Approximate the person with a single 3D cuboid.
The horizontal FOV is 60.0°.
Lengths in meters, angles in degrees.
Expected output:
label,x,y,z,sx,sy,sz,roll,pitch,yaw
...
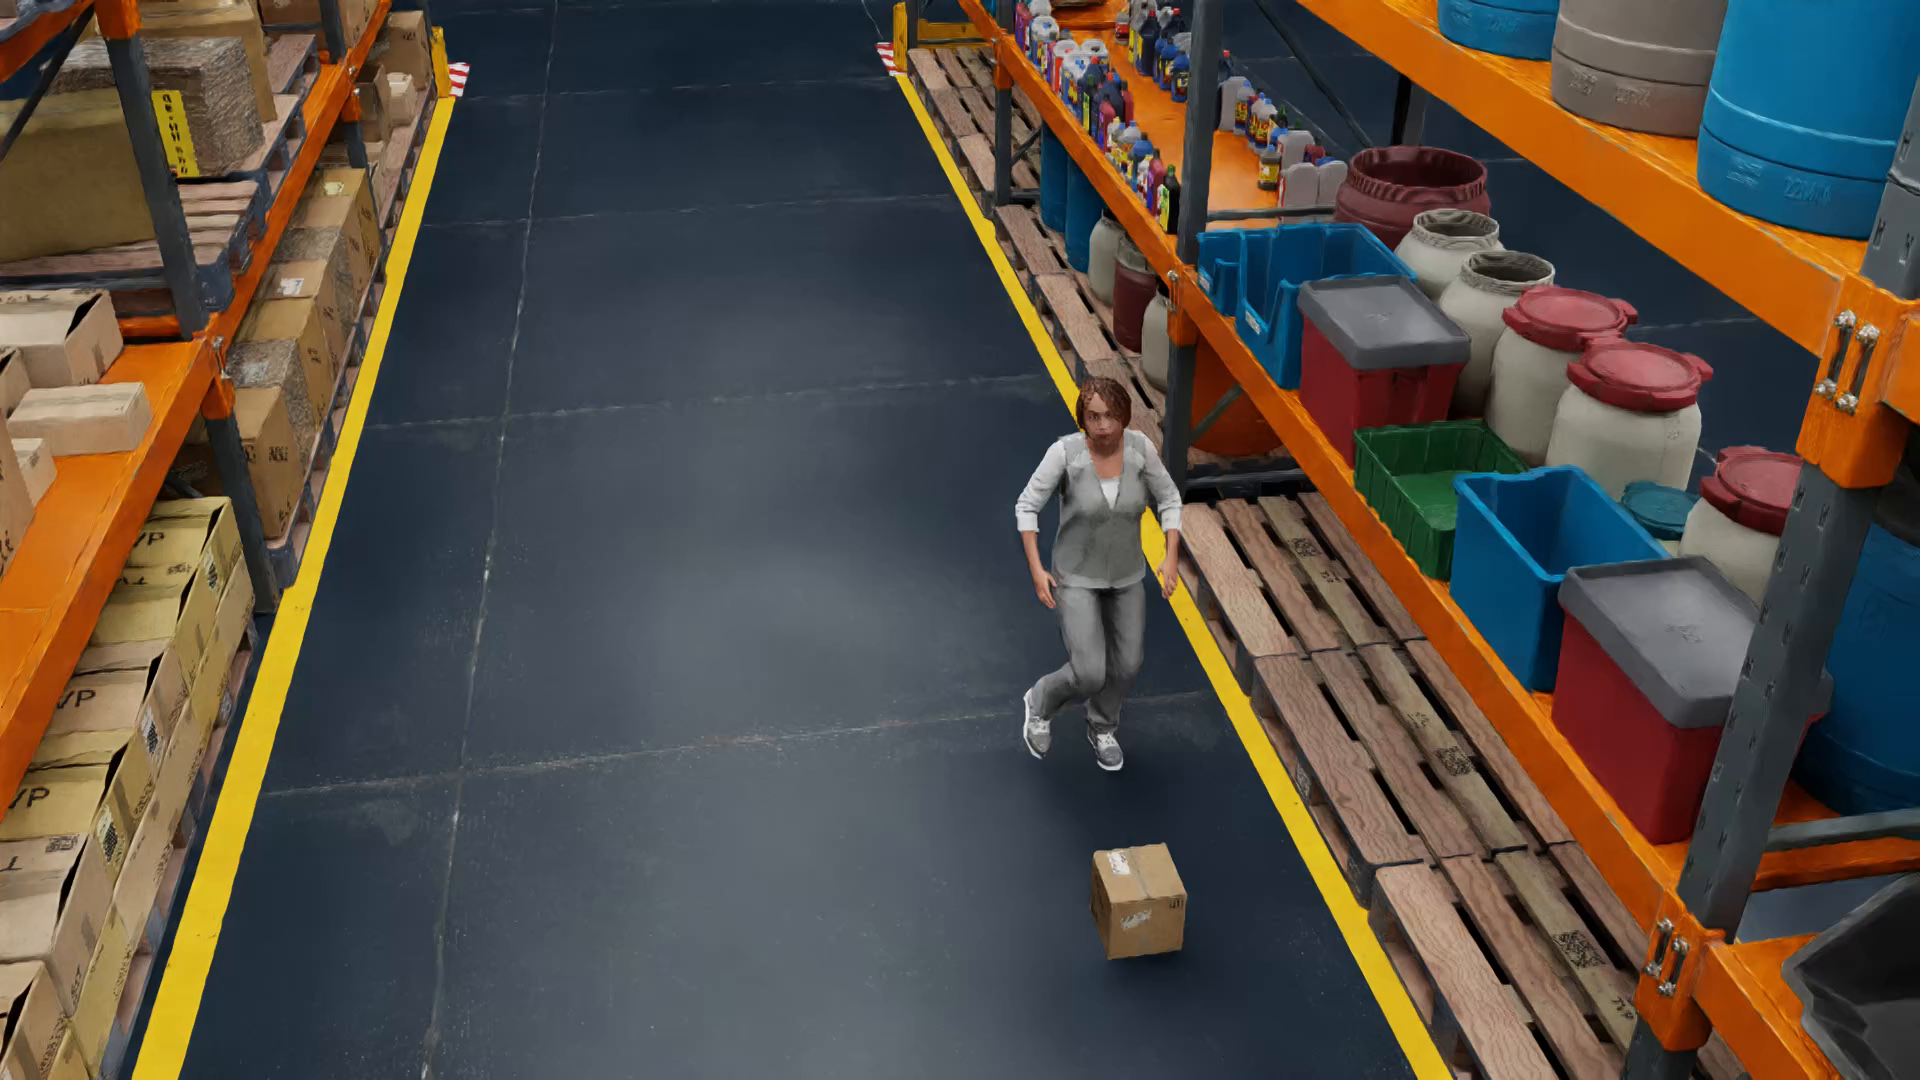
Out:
label,x,y,z,sx,sy,sz,roll,pitch,yaw
person,0.528,0.153,5.923,0.584,1.566,0.441,-11,33,-17
